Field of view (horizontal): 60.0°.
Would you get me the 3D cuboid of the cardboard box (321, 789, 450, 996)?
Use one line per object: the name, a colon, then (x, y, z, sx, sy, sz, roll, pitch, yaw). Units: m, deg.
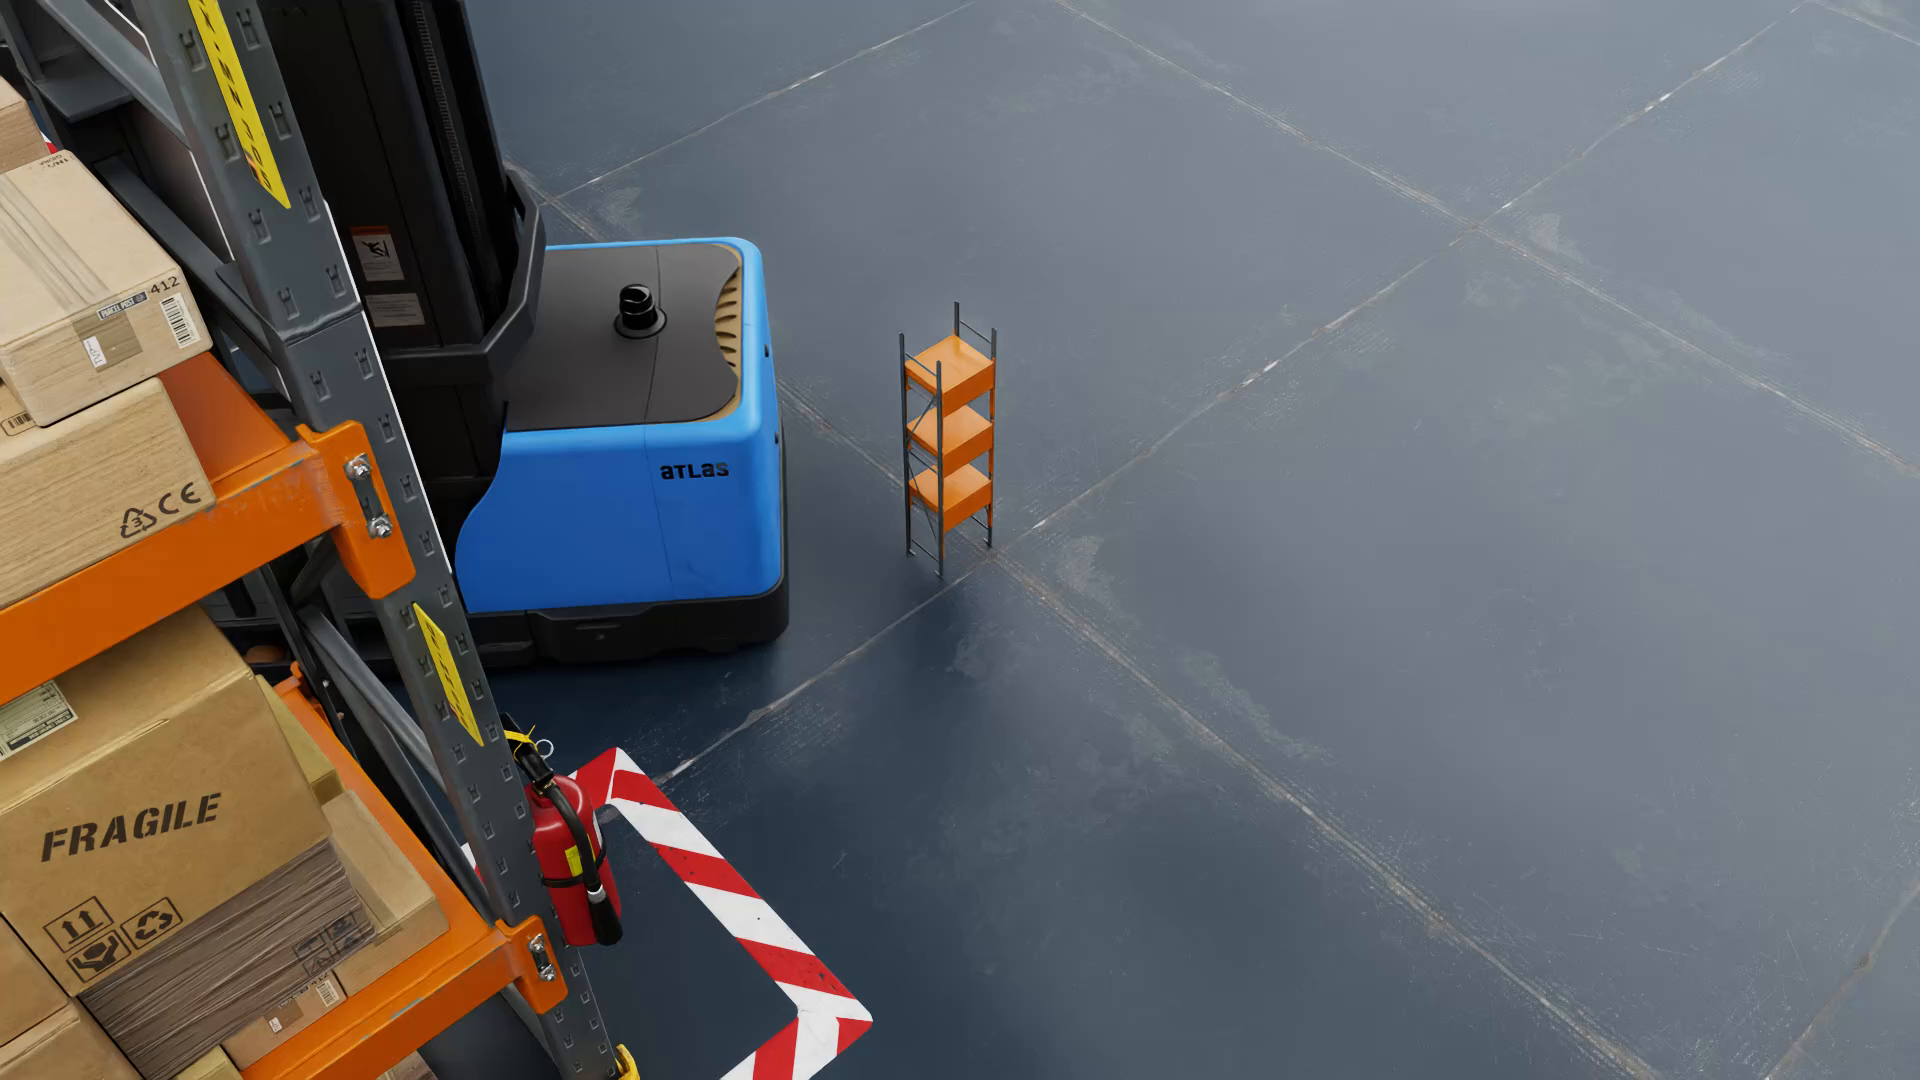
cardboard box: (-1.346, 0.772, 3.668, 0.250, 0.149, 0.380, -34, 56, -27)

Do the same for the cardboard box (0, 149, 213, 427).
cardboard box: (-1.269, -0.361, 2.332, 0.250, 0.149, 0.380, -34, 56, -27)

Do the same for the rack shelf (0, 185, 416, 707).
rack shelf: (-2.753, 0.649, 2.058, 4.000, 0.370, 1.077, -34, 56, -27)

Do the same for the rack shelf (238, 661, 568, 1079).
rack shelf: (-2.753, 1.666, 3.161, 4.000, 0.370, 1.077, -34, 56, -27)

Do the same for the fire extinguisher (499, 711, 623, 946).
fire extinguisher: (-0.879, 0.654, 3.658, 0.183, 0.674, 0.296, -34, 56, -27)

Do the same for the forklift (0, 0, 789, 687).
forklift: (-2.150, -0.883, 5.070, 3.031, 2.935, 1.130, -4, 47, -3)

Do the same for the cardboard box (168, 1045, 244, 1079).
cardboard box: (-1.681, 1.047, 3.414, 0.250, 0.149, 0.380, -34, 56, -27)

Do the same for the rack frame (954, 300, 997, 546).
rack frame: (0.051, -0.390, 5.895, 0.008, 1.050, 0.200, -34, 56, -27)

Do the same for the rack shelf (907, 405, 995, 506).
rack shelf: (-0.040, -0.322, 5.848, 0.240, 0.259, 0.215, -34, 56, -27)

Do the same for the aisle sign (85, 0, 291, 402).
aisle sign: (-1.430, -0.642, 3.032, 0.004, 0.787, 0.394, -34, 56, -27)

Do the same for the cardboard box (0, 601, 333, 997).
cardboard box: (-1.514, 0.366, 2.920, 0.500, 0.500, 0.500, -34, 56, -27)

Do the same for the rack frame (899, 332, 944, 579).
rack frame: (-0.130, -0.269, 5.784, 0.008, 1.050, 0.200, -34, 56, -27)

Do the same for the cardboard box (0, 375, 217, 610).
cardboard box: (-1.459, -0.156, 2.414, 0.500, 0.250, 0.500, -33, 55, -26)

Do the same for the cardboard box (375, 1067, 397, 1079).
cardboard box: (-1.747, 1.439, 4.297, 0.500, 0.500, 0.500, -24, 52, -21)

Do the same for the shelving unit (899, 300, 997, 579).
shelving unit: (-0.040, -0.330, 5.840, 0.252, 1.050, 0.215, -34, 56, -27)

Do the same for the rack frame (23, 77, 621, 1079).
rack frame: (-1.274, 0.434, 3.809, 0.127, 3.000, 1.000, -34, 56, -27)

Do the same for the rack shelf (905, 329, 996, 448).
rack shelf: (-0.040, -0.515, 5.639, 0.240, 0.259, 0.215, -34, 56, -27)

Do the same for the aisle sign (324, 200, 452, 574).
aisle sign: (-1.026, -0.315, 2.731, 0.004, 0.787, 0.394, -34, 56, -27)

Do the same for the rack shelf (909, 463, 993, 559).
rack shelf: (-0.040, -0.134, 6.052, 0.240, 0.259, 0.215, -34, 56, -27)

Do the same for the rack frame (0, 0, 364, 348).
rack frame: (-1.274, -1.601, 1.604, 0.127, 3.000, 1.000, -34, 56, -27)

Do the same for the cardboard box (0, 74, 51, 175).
cardboard box: (-1.633, -0.657, 2.605, 0.250, 0.149, 0.380, -34, 56, -27)

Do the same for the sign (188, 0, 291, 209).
sign: (-0.915, -0.572, 2.093, 0.005, 0.325, 0.100, -34, 56, -27)

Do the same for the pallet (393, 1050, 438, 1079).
pallet: (-1.955, 1.799, 4.446, 1.213, 0.211, 1.003, -34, 56, -27)

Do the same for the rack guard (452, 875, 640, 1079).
rack guard: (-1.330, 1.319, 4.693, 0.348, 0.500, 1.175, -34, 56, -27)

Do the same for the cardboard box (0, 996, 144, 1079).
cardboard box: (-1.988, 0.868, 3.137, 0.500, 0.500, 0.875, -34, 56, -27)

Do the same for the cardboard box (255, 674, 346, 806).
cardboard box: (-1.645, 0.530, 3.891, 0.250, 0.149, 0.380, -34, 56, -27)

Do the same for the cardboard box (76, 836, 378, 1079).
cardboard box: (-1.699, 0.556, 3.426, 0.500, 0.500, 0.875, -34, 56, -27)

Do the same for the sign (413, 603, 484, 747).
sign: (-0.915, 0.246, 2.980, 0.005, 0.325, 0.100, -34, 56, -27)

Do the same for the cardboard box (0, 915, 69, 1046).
cardboard box: (-1.880, 0.616, 2.689, 0.500, 0.500, 0.500, -34, 56, -27)

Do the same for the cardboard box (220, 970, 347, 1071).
cardboard box: (-1.531, 0.895, 3.554, 0.250, 0.149, 0.380, -34, 56, -27)
